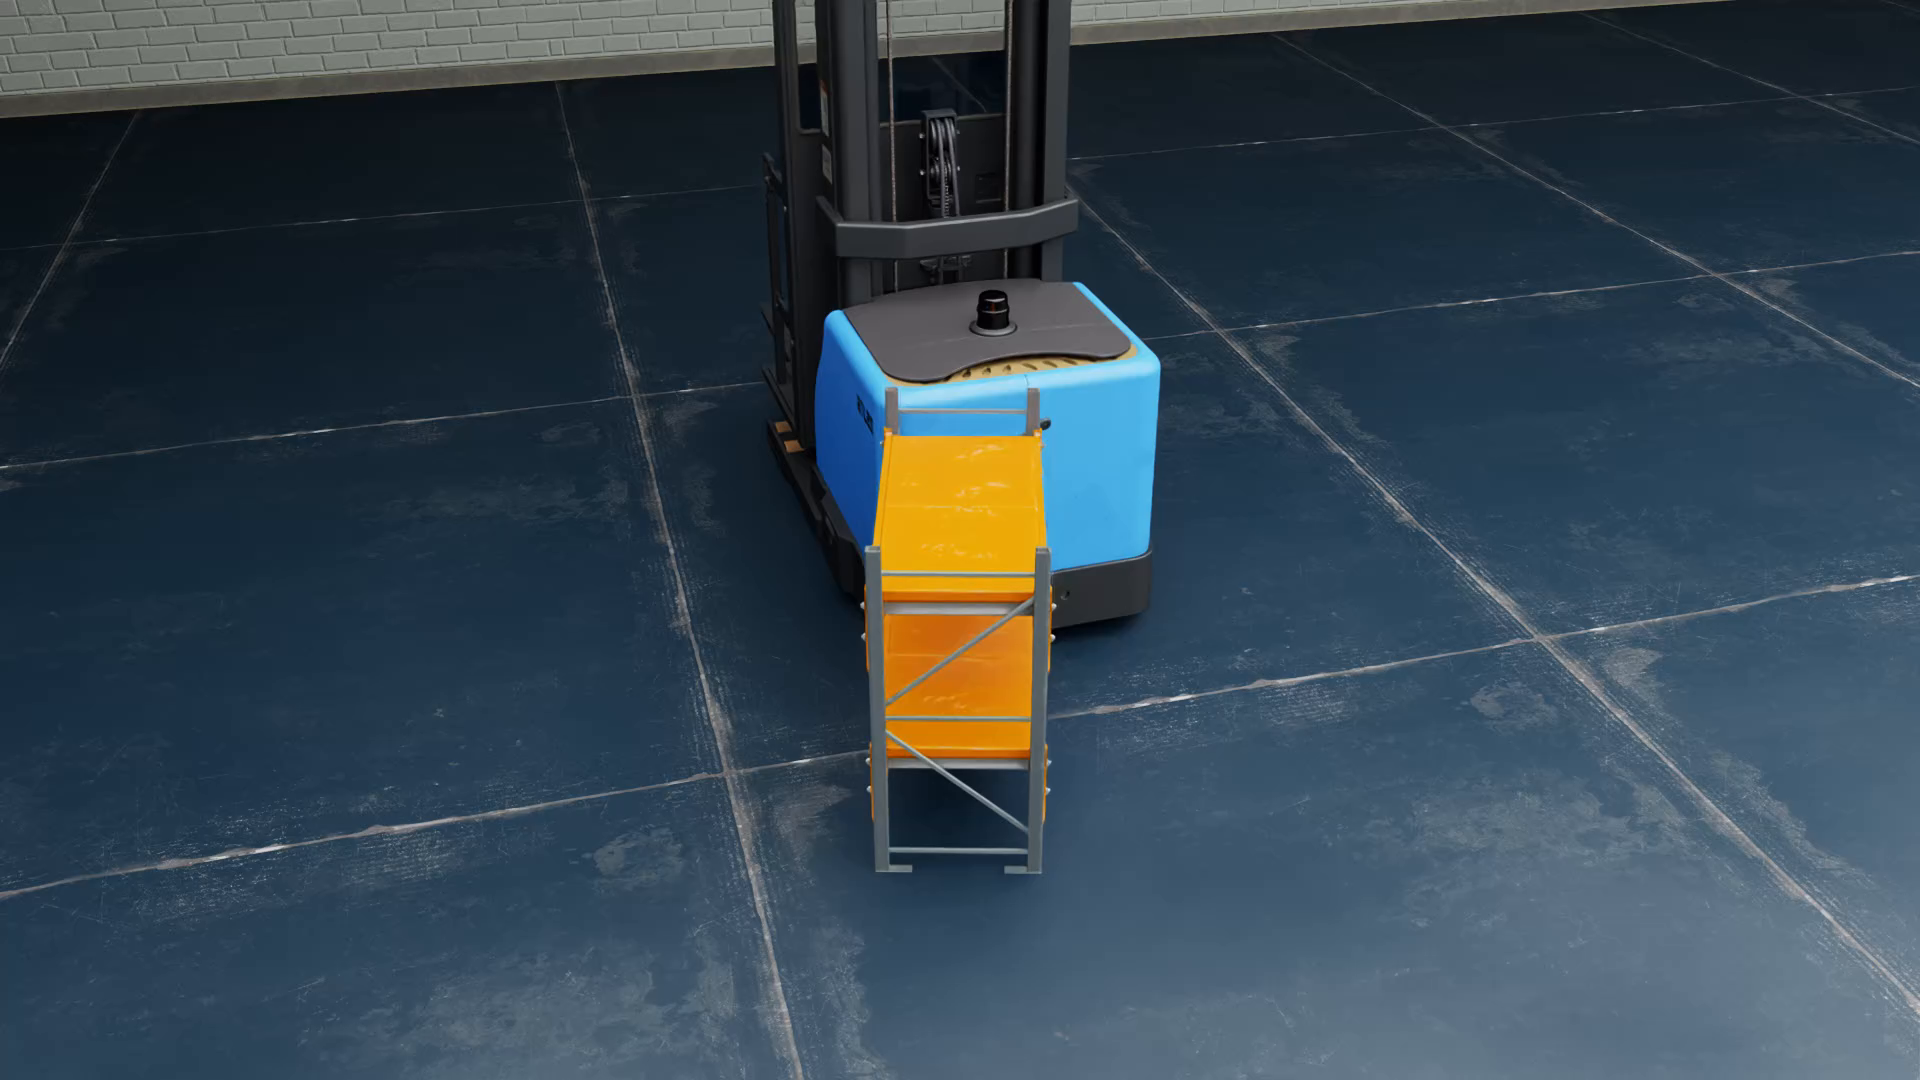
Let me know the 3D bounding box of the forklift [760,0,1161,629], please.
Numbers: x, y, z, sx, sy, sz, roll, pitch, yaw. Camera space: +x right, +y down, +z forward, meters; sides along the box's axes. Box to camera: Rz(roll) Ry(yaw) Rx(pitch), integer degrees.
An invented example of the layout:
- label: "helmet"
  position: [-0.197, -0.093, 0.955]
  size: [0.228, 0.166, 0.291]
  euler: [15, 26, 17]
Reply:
- label: "forklift"
  position: [-0.221, -1.590, 6.571]
  size: [1.130, 2.935, 3.031]
  euler: [-9, 31, -15]

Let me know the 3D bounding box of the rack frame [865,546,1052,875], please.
- label: "rack frame"
  position: [-0.005, 0.512, 4.743]
  size: [0.500, 1.125, 0.032]
  euler: [0, 30, 1]

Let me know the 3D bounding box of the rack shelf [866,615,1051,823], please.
- label: "rack shelf"
  position: [0.002, 0.469, 5.305]
  size: [0.538, 0.278, 1.000]
  euler: [0, 30, 1]

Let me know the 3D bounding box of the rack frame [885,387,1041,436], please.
- label: "rack frame"
  position: [0.009, 0.003, 5.622]
  size: [0.500, 1.125, 0.032]
  euler: [0, 30, 1]

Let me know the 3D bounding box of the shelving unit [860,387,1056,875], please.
- label: "shelving unit"
  position: [0.002, 0.257, 5.183]
  size: [0.538, 1.125, 1.048]
  euler: [0, 30, 1]

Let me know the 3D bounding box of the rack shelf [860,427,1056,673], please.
- label: "rack shelf"
  position: [0.002, 0.004, 5.036]
  size: [0.538, 0.278, 1.000]
  euler: [0, 30, 1]
